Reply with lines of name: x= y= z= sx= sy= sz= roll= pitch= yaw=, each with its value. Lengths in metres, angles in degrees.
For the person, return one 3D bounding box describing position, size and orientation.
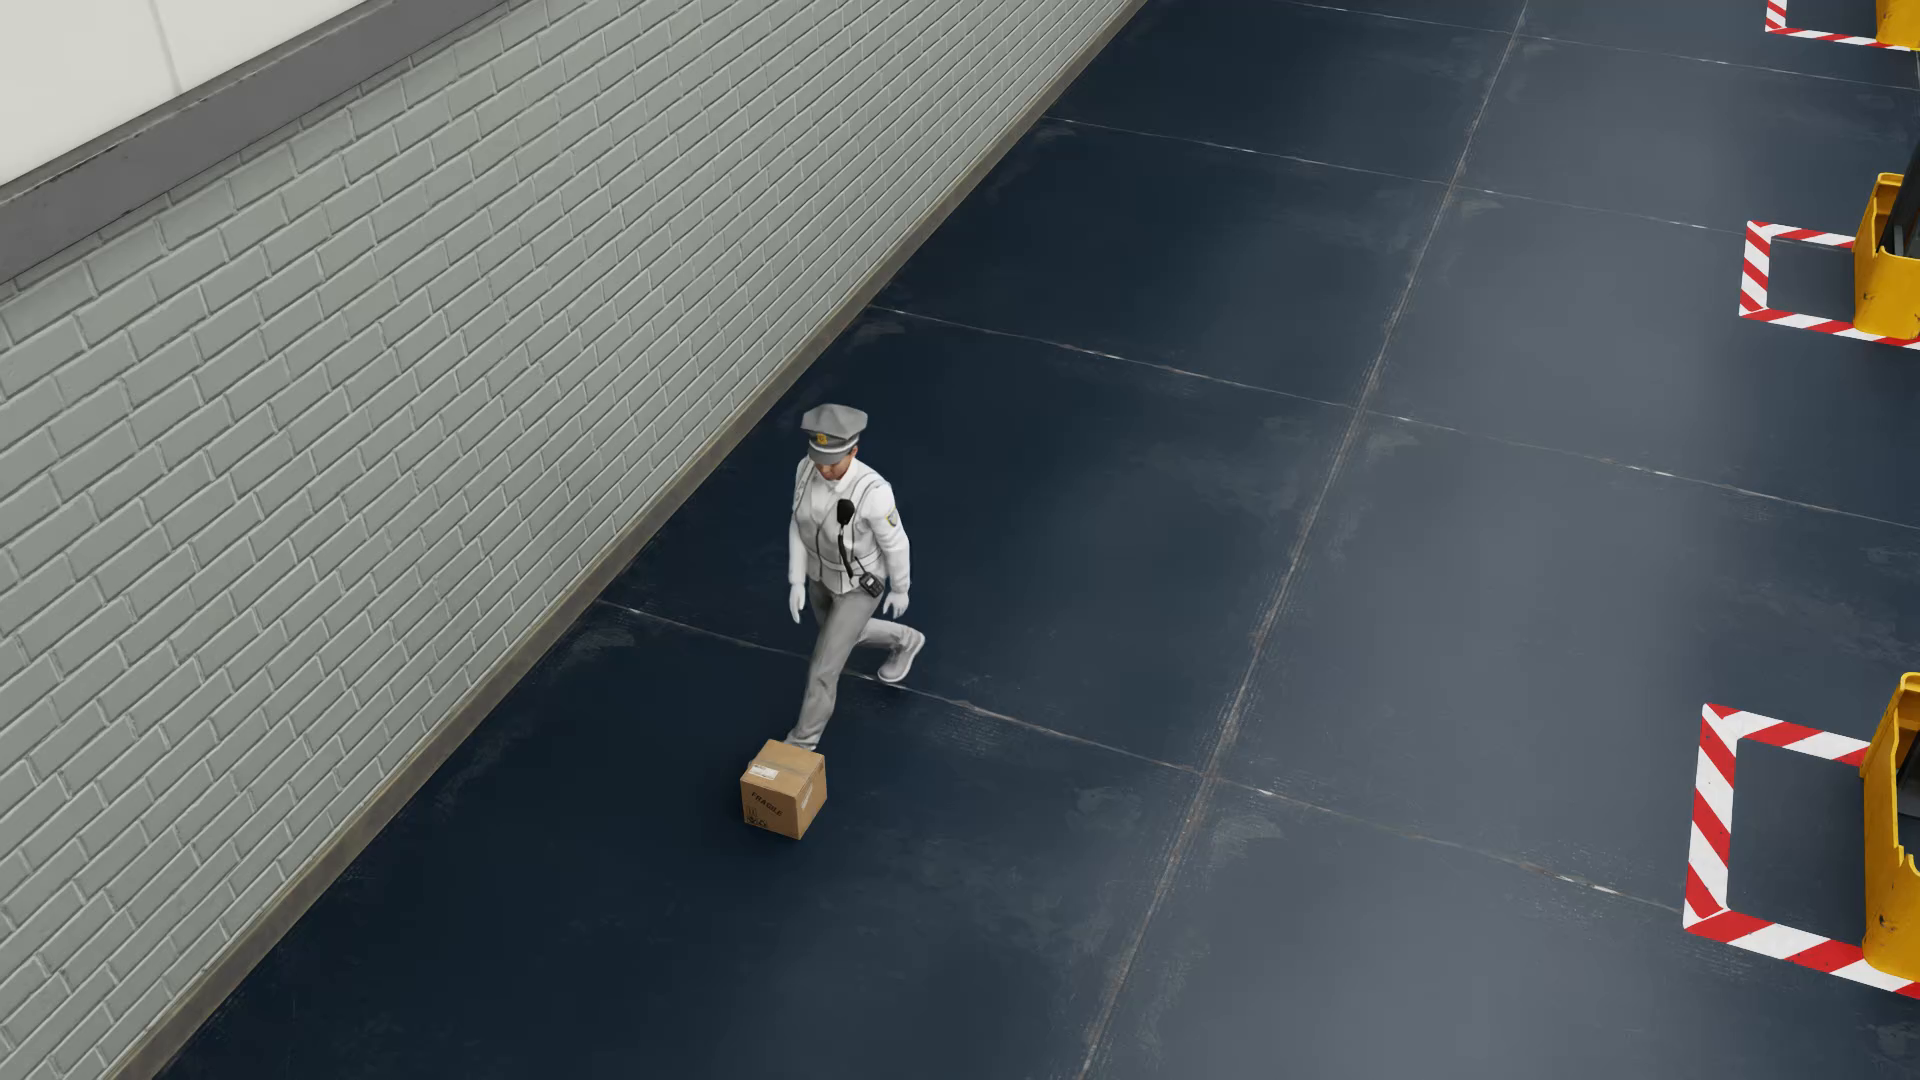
person: x=-0.491 y=0.170 z=6.644 sx=0.446 sy=1.597 sz=1.025 roll=31 pitch=48 yaw=34
